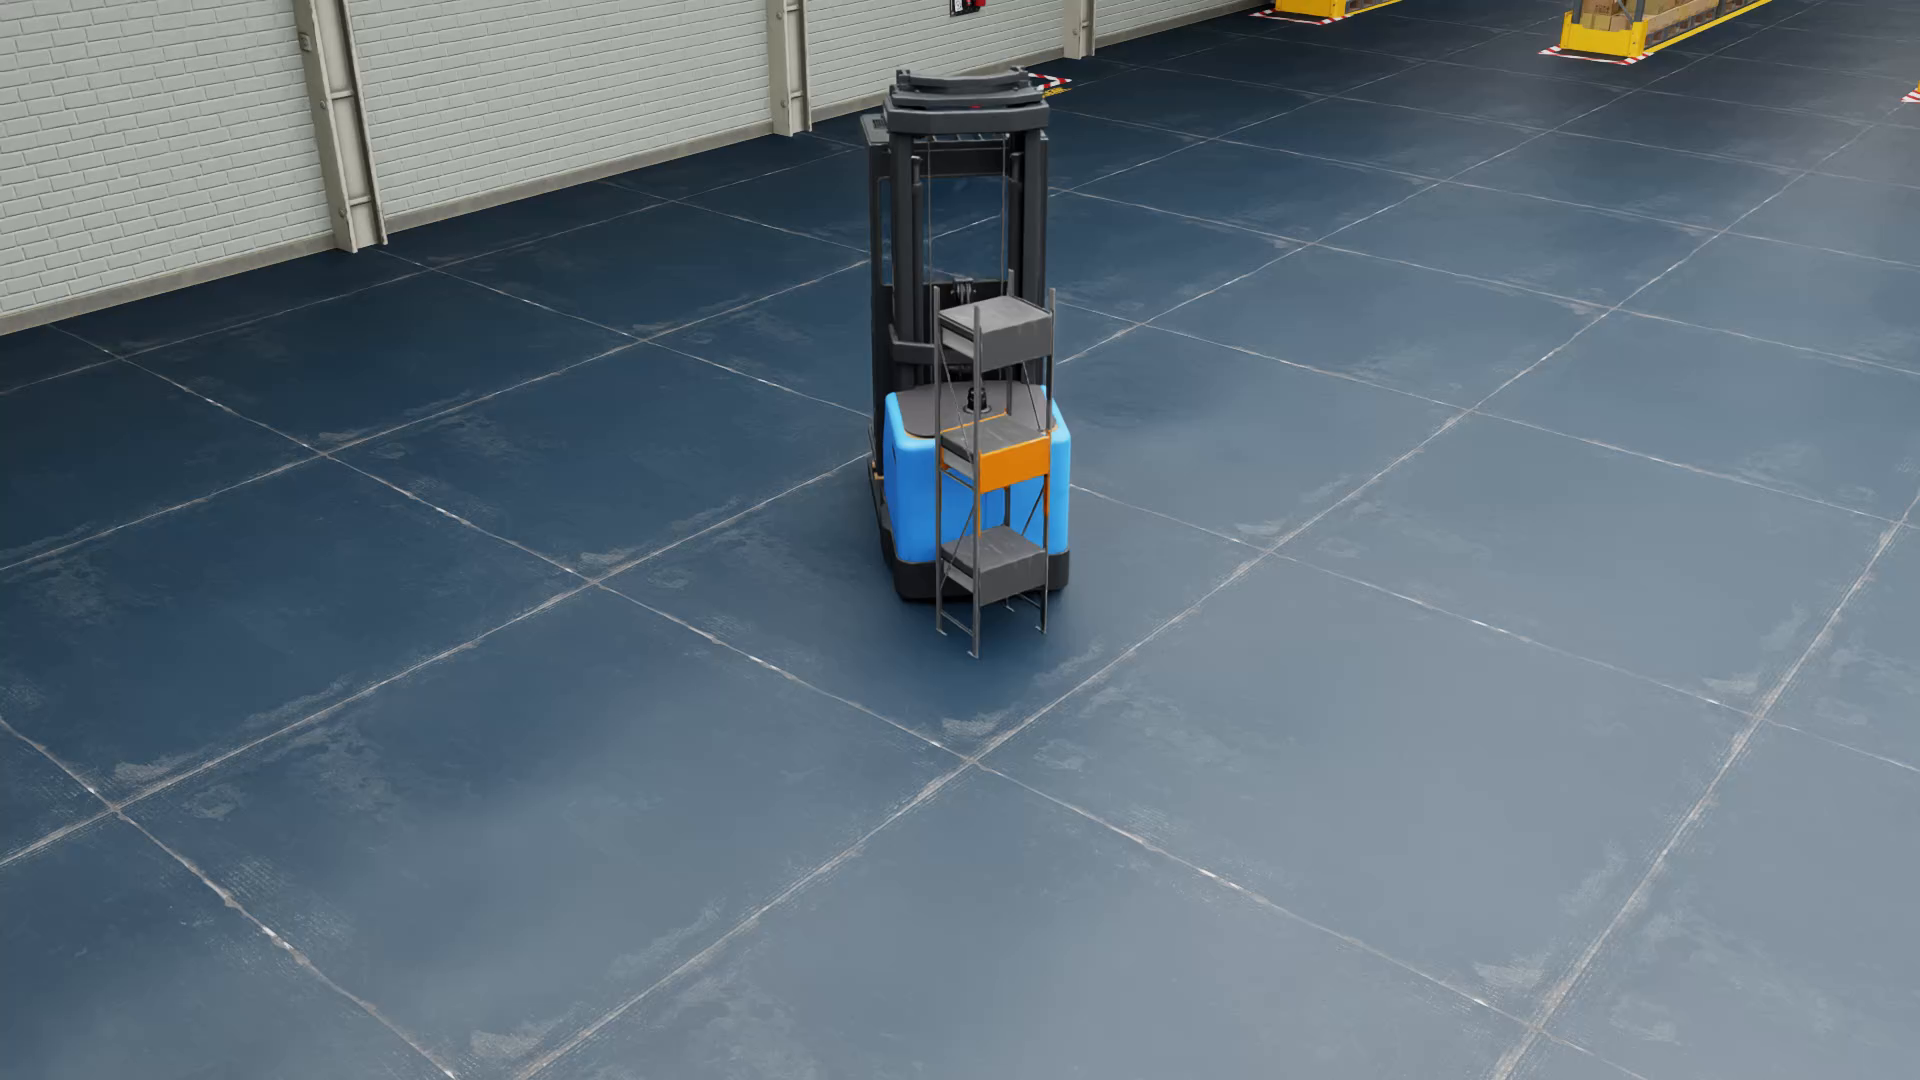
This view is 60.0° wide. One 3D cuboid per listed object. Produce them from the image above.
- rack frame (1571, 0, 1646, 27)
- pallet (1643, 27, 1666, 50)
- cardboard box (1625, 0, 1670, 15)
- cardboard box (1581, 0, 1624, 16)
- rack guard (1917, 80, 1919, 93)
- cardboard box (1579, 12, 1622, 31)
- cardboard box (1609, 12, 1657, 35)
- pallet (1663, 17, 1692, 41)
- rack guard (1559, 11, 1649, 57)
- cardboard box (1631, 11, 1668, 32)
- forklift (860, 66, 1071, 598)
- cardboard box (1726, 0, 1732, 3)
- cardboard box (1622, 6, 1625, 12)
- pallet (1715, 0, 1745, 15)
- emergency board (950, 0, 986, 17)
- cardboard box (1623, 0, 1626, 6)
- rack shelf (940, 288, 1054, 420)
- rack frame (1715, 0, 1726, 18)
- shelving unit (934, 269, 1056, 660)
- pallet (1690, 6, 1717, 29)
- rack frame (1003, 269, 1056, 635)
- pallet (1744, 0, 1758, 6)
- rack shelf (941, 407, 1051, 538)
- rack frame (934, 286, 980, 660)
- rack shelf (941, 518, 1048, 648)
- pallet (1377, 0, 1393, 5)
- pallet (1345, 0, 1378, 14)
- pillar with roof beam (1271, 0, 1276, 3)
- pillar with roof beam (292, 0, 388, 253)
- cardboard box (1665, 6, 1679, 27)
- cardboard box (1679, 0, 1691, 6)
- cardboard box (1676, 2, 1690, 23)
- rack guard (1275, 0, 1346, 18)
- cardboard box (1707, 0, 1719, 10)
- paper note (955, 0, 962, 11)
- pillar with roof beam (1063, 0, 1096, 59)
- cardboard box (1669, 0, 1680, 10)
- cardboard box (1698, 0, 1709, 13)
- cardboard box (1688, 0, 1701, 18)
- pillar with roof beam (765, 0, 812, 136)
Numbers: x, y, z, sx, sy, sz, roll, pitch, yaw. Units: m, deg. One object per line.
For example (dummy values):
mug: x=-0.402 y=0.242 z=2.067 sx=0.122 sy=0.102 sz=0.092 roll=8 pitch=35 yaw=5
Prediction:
rack frame: x=9.613 y=-8.667 z=24.239 sx=1.000 sy=3.000 sz=0.127 roll=21 pitch=34 yaw=34
pallet: x=10.067 y=-7.712 z=25.428 sx=1.003 sy=0.211 sz=1.213 roll=21 pitch=34 yaw=34
cardboard box: x=10.442 y=-8.269 z=25.188 sx=0.500 sy=0.500 sz=0.500 roll=21 pitch=34 yaw=34
cardboard box: x=9.724 y=-8.243 z=25.138 sx=0.500 sy=0.500 sz=0.500 roll=21 pitch=34 yaw=34
rack guard: x=13.445 y=-6.149 z=22.092 sx=1.175 sy=0.500 sz=0.348 roll=21 pitch=34 yaw=34
cardboard box: x=9.726 y=-7.909 z=25.309 sx=0.500 sy=0.250 sz=0.500 roll=21 pitch=34 yaw=34
cardboard box: x=10.126 y=-7.758 z=25.017 sx=0.500 sy=0.250 sz=0.500 roll=21 pitch=34 yaw=34
pallet: x=10.843 y=-8.143 z=26.260 sx=1.003 sy=0.211 sz=1.213 roll=21 pitch=34 yaw=34
rack guard: x=9.598 y=-7.548 z=24.797 sx=1.175 sy=0.500 sz=0.348 roll=21 pitch=34 yaw=34
cardboard box: x=10.441 y=-7.936 z=25.361 sx=0.500 sy=0.250 sz=0.500 roll=21 pitch=34 yaw=34
forklift: x=-0.041 y=-1.604 z=10.661 sx=1.130 sy=2.935 sz=3.031 roll=-3 pitch=28 yaw=-7
cardboard box: x=12.605 y=-9.121 z=27.653 sx=0.500 sy=0.250 sz=0.500 roll=20 pitch=33 yaw=33
cardboard box: x=10.035 y=-8.090 z=25.659 sx=0.500 sy=0.250 sz=0.500 roll=21 pitch=34 yaw=34
pallet: x=12.596 y=-9.120 z=28.149 sx=1.003 sy=0.211 sz=1.213 roll=21 pitch=34 yaw=34
emergency board: x=0.148 y=-7.622 z=22.220 sx=0.194 sy=1.169 sz=0.643 roll=21 pitch=34 yaw=34
cardboard box: x=10.349 y=-8.601 z=25.832 sx=0.500 sy=0.500 sz=0.500 roll=21 pitch=34 yaw=34
rack shelf: x=0.182 y=-1.003 z=8.908 sx=0.480 sy=0.518 sz=0.431 roll=-18 pitch=32 yaw=-31
rack frame: x=12.157 y=-10.085 z=26.981 sx=1.000 sy=3.000 sz=0.127 roll=21 pitch=34 yaw=34
shelving unit: x=0.182 y=-0.393 z=9.224 sx=0.503 sy=2.100 sz=0.431 roll=-18 pitch=32 yaw=-31
pallet: x=11.619 y=-8.577 z=27.100 sx=1.003 sy=0.211 sz=1.213 roll=21 pitch=34 yaw=34
rack frame: x=0.382 y=-0.458 z=9.349 sx=0.015 sy=2.100 sz=0.400 roll=-18 pitch=32 yaw=-31
pallet: x=13.371 y=-9.554 z=28.988 sx=1.003 sy=0.211 sz=1.213 roll=21 pitch=34 yaw=34
rack shelf: x=0.182 y=-0.381 z=9.230 sx=0.480 sy=0.518 sz=0.431 roll=-18 pitch=32 yaw=-31
rack frame: x=-0.018 y=-0.329 z=9.100 sx=0.015 sy=2.100 sz=0.400 roll=-18 pitch=32 yaw=-31
rack shelf: x=0.182 y=0.240 z=9.553 sx=0.480 sy=0.518 sz=0.431 roll=-18 pitch=32 yaw=-31
pallet: x=7.157 y=-9.610 z=29.097 sx=1.003 sy=0.211 sz=1.213 roll=21 pitch=34 yaw=34
pallet: x=6.380 y=-9.180 z=28.265 sx=1.003 sy=0.211 sz=1.213 roll=21 pitch=34 yaw=34
pillar with roof beam: x=8.888 y=-12.021 z=24.193 sx=9.100 sy=9.000 sz=0.400 roll=21 pitch=34 yaw=34
pillar with roof beam: x=-2.562 y=-5.639 z=11.857 sx=9.100 sy=9.000 sz=0.400 roll=21 pitch=34 yaw=34
cardboard box: x=10.759 y=-8.113 z=25.704 sx=0.500 sy=0.250 sz=0.500 roll=21 pitch=34 yaw=34
cardboard box: x=11.082 y=-8.622 z=25.871 sx=0.500 sy=0.500 sz=0.500 roll=21 pitch=34 yaw=34
cardboard box: x=11.081 y=-8.289 z=26.044 sx=0.500 sy=0.250 sz=0.500 roll=21 pitch=34 yaw=34
rack guard: x=5.836 y=-9.030 z=27.662 sx=1.175 sy=0.500 sz=0.348 roll=21 pitch=34 yaw=34
cardboard box: x=12.031 y=-8.822 z=27.075 sx=0.500 sy=0.250 sz=0.500 roll=21 pitch=34 yaw=34
paper note: x=-0.018 y=-7.188 z=22.340 sx=0.016 sy=0.148 sz=0.142 roll=21 pitch=34 yaw=34
pillar with roof beam: x=5.071 y=-9.894 z=20.081 sx=9.100 sy=9.000 sz=0.400 roll=21 pitch=34 yaw=34
cardboard box: x=10.750 y=-8.450 z=25.538 sx=0.500 sy=0.500 sz=0.500 roll=21 pitch=34 yaw=34
cardboard box: x=11.705 y=-8.648 z=26.738 sx=0.500 sy=0.250 sz=0.500 roll=21 pitch=34 yaw=34
cardboard box: x=11.398 y=-8.466 z=26.387 sx=0.500 sy=0.250 sz=0.500 roll=21 pitch=34 yaw=34
pillar with roof beam: x=1.255 y=-7.766 z=15.969 sx=9.100 sy=9.000 sz=0.400 roll=21 pitch=34 yaw=34
